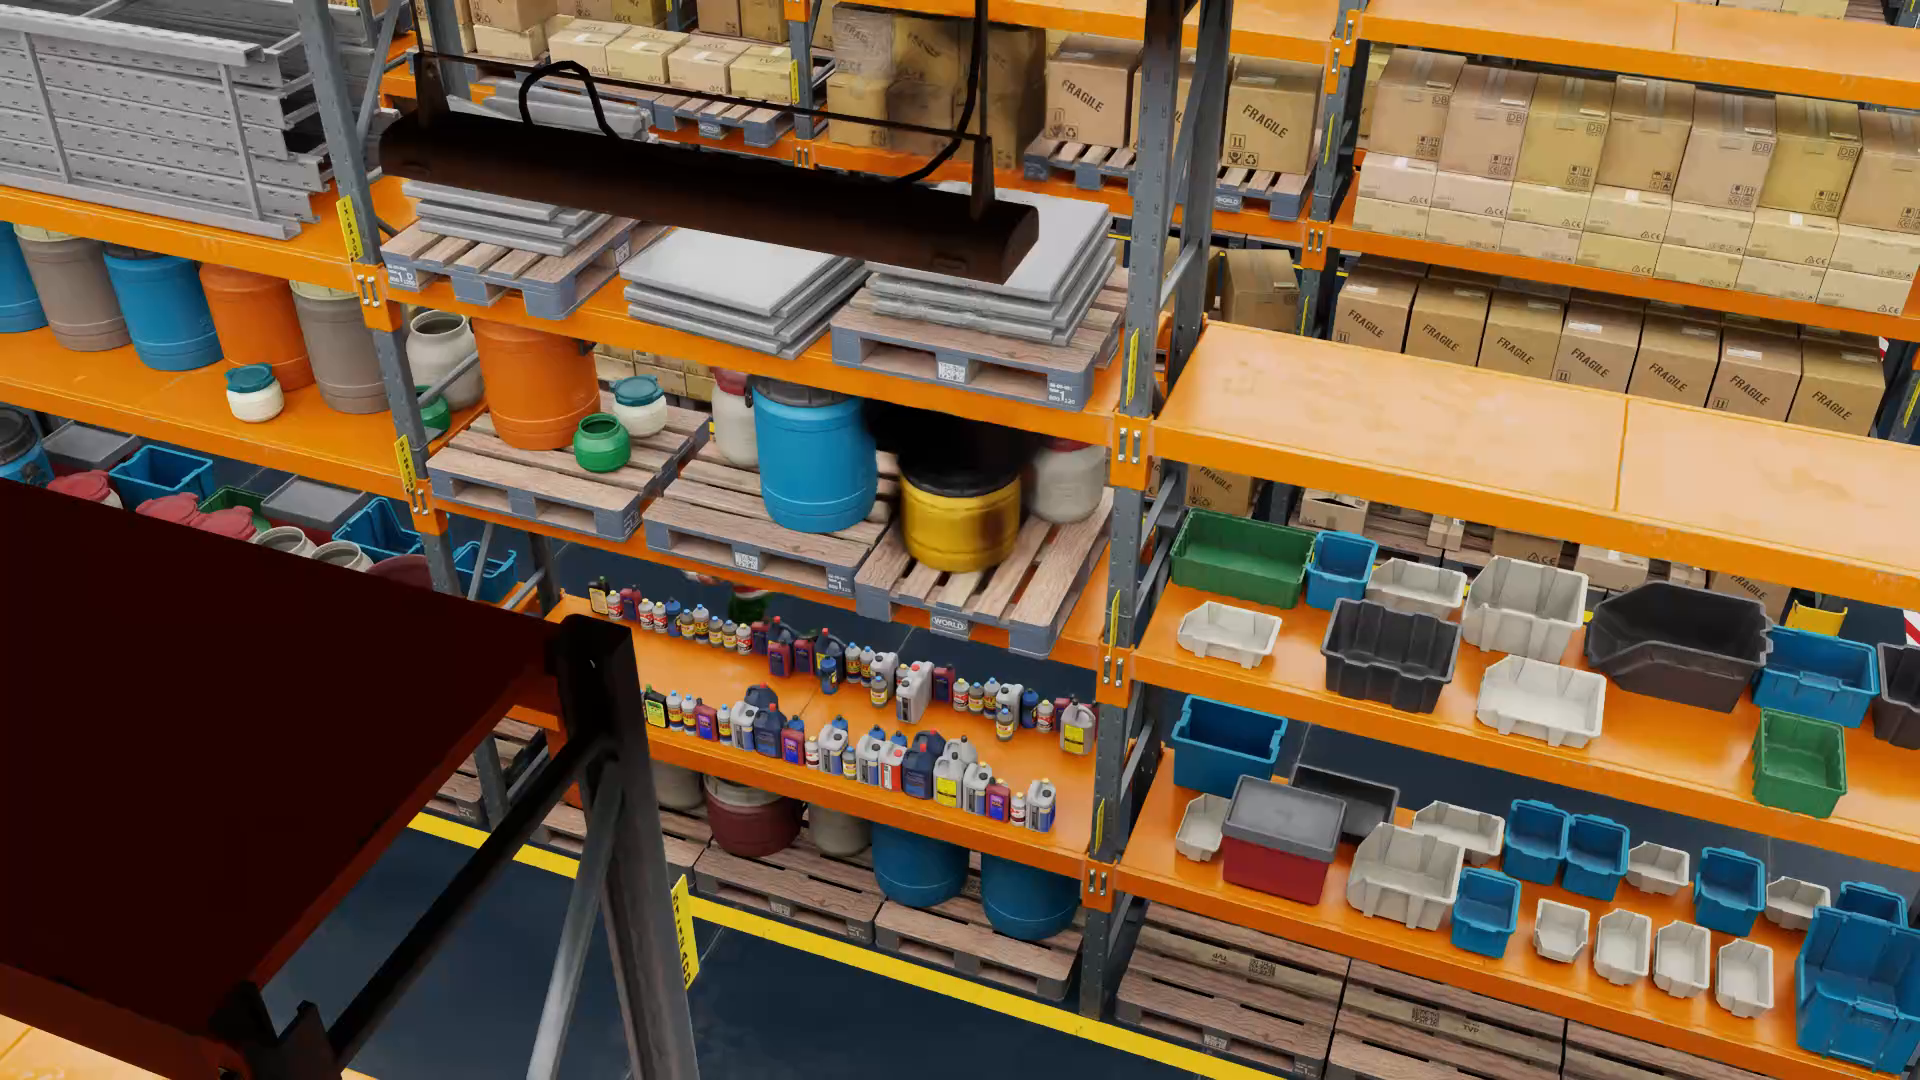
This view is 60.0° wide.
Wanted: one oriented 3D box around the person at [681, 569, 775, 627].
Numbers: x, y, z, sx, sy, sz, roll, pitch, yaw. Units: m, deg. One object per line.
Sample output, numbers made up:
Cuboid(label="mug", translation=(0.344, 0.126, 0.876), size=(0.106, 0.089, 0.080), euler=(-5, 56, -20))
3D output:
Cuboid(label="person", translation=(-1.517, 0.293, 11.672), size=(0.822, 1.592, 0.694), euler=(10, 38, 13))
